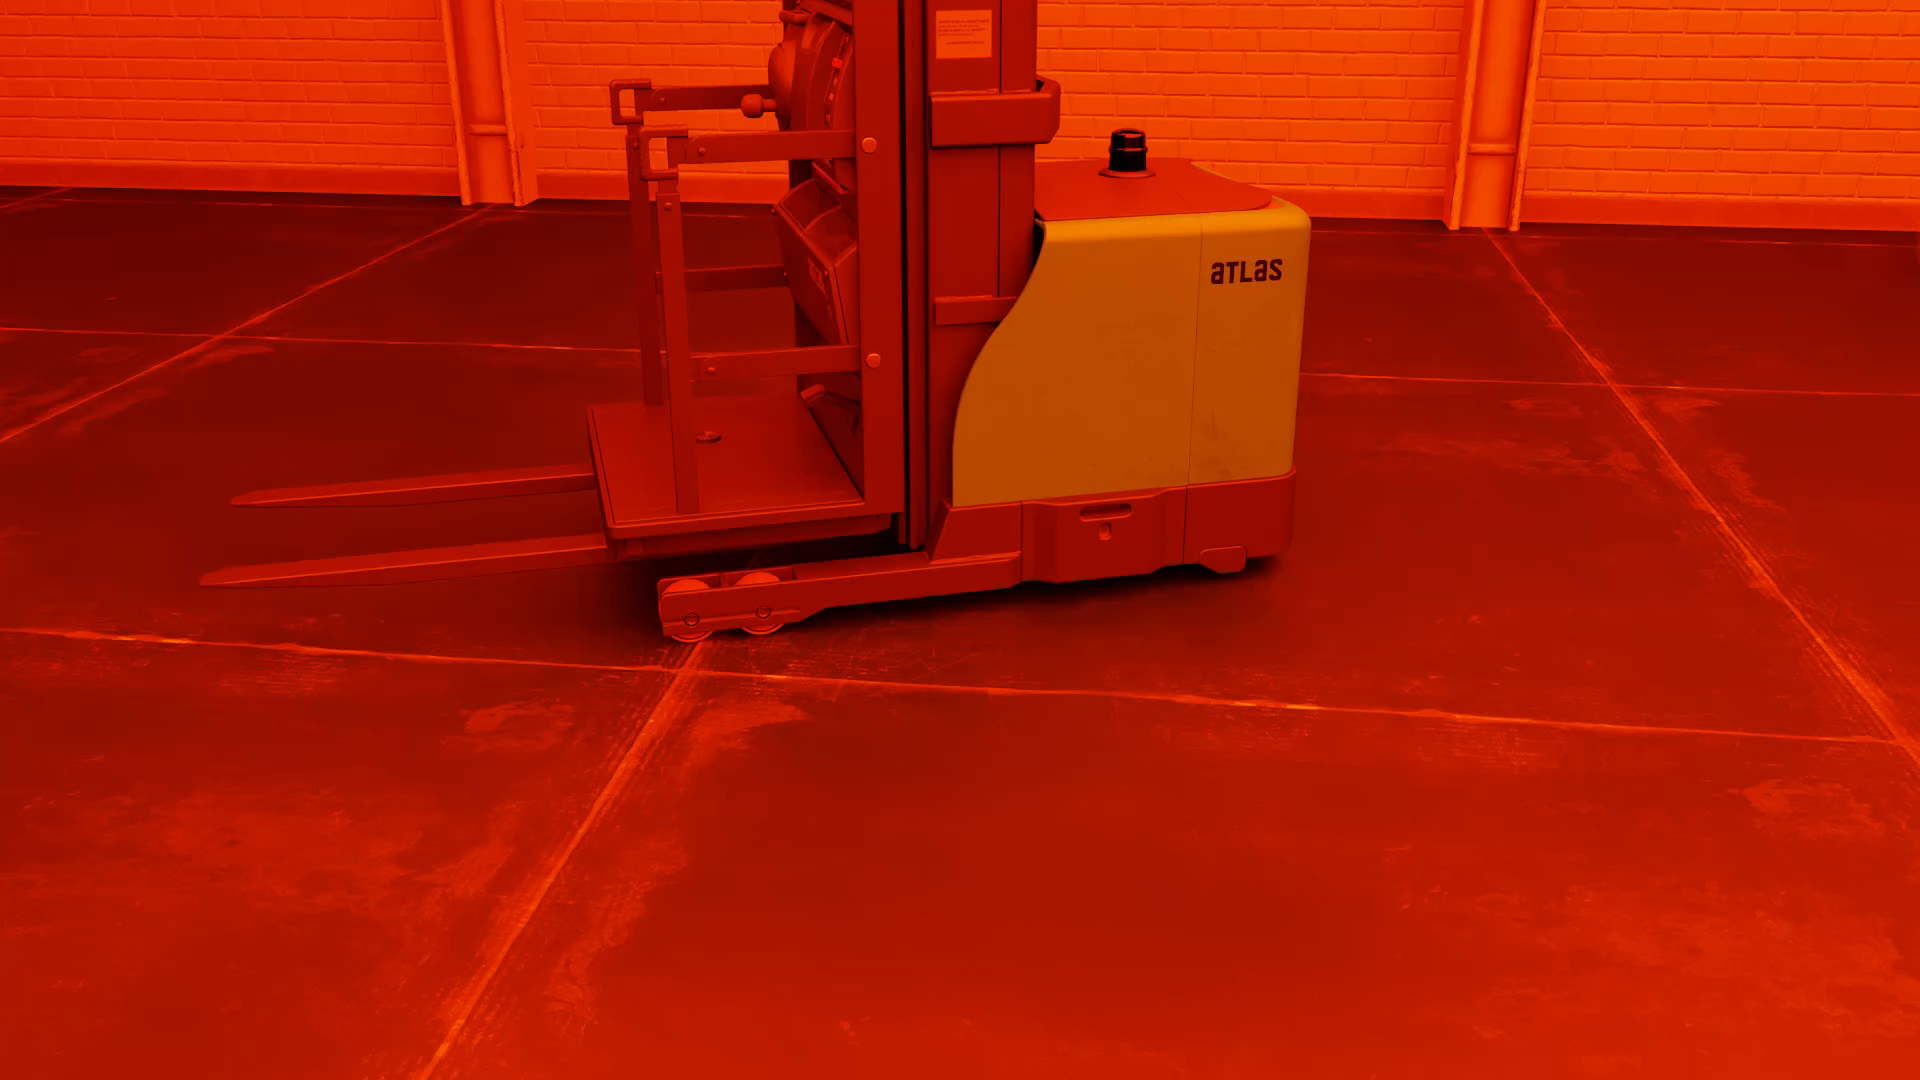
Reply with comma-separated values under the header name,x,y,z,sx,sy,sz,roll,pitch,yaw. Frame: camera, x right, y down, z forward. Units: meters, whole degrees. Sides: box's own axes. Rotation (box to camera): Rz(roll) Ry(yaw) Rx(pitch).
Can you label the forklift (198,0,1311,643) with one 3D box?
name,x,y,z,sx,sy,sz,roll,pitch,yaw
forklift,-0.588,-1.301,4.485,3.031,2.935,1.130,-6,23,-14
